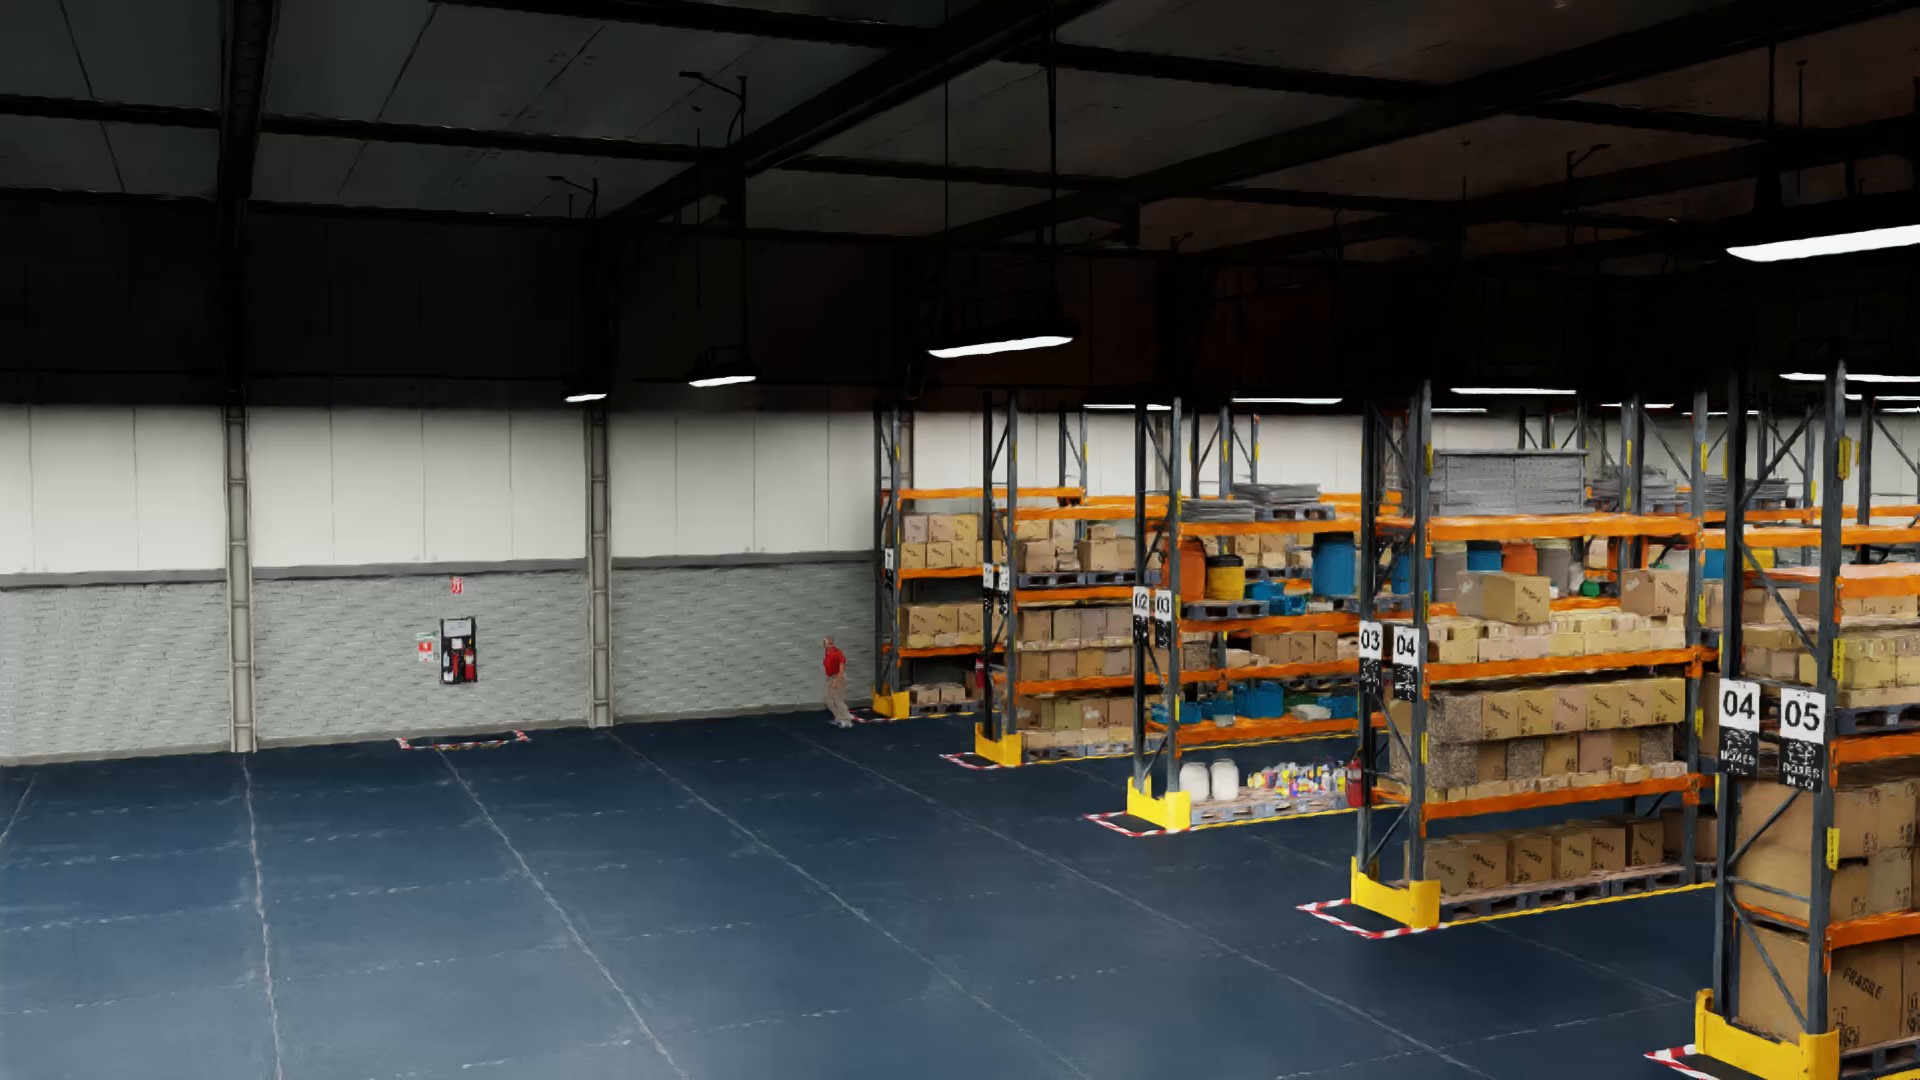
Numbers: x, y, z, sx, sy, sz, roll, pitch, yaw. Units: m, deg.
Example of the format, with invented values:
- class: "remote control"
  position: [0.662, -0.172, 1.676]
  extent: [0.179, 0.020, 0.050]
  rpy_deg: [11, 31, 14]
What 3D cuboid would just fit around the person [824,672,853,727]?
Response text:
- class: "person"
  position: [-2.234, 2.888, 30.394]
  extent: [0.464, 1.029, 0.528]
  rpy_deg: [-2, 4, -25]
